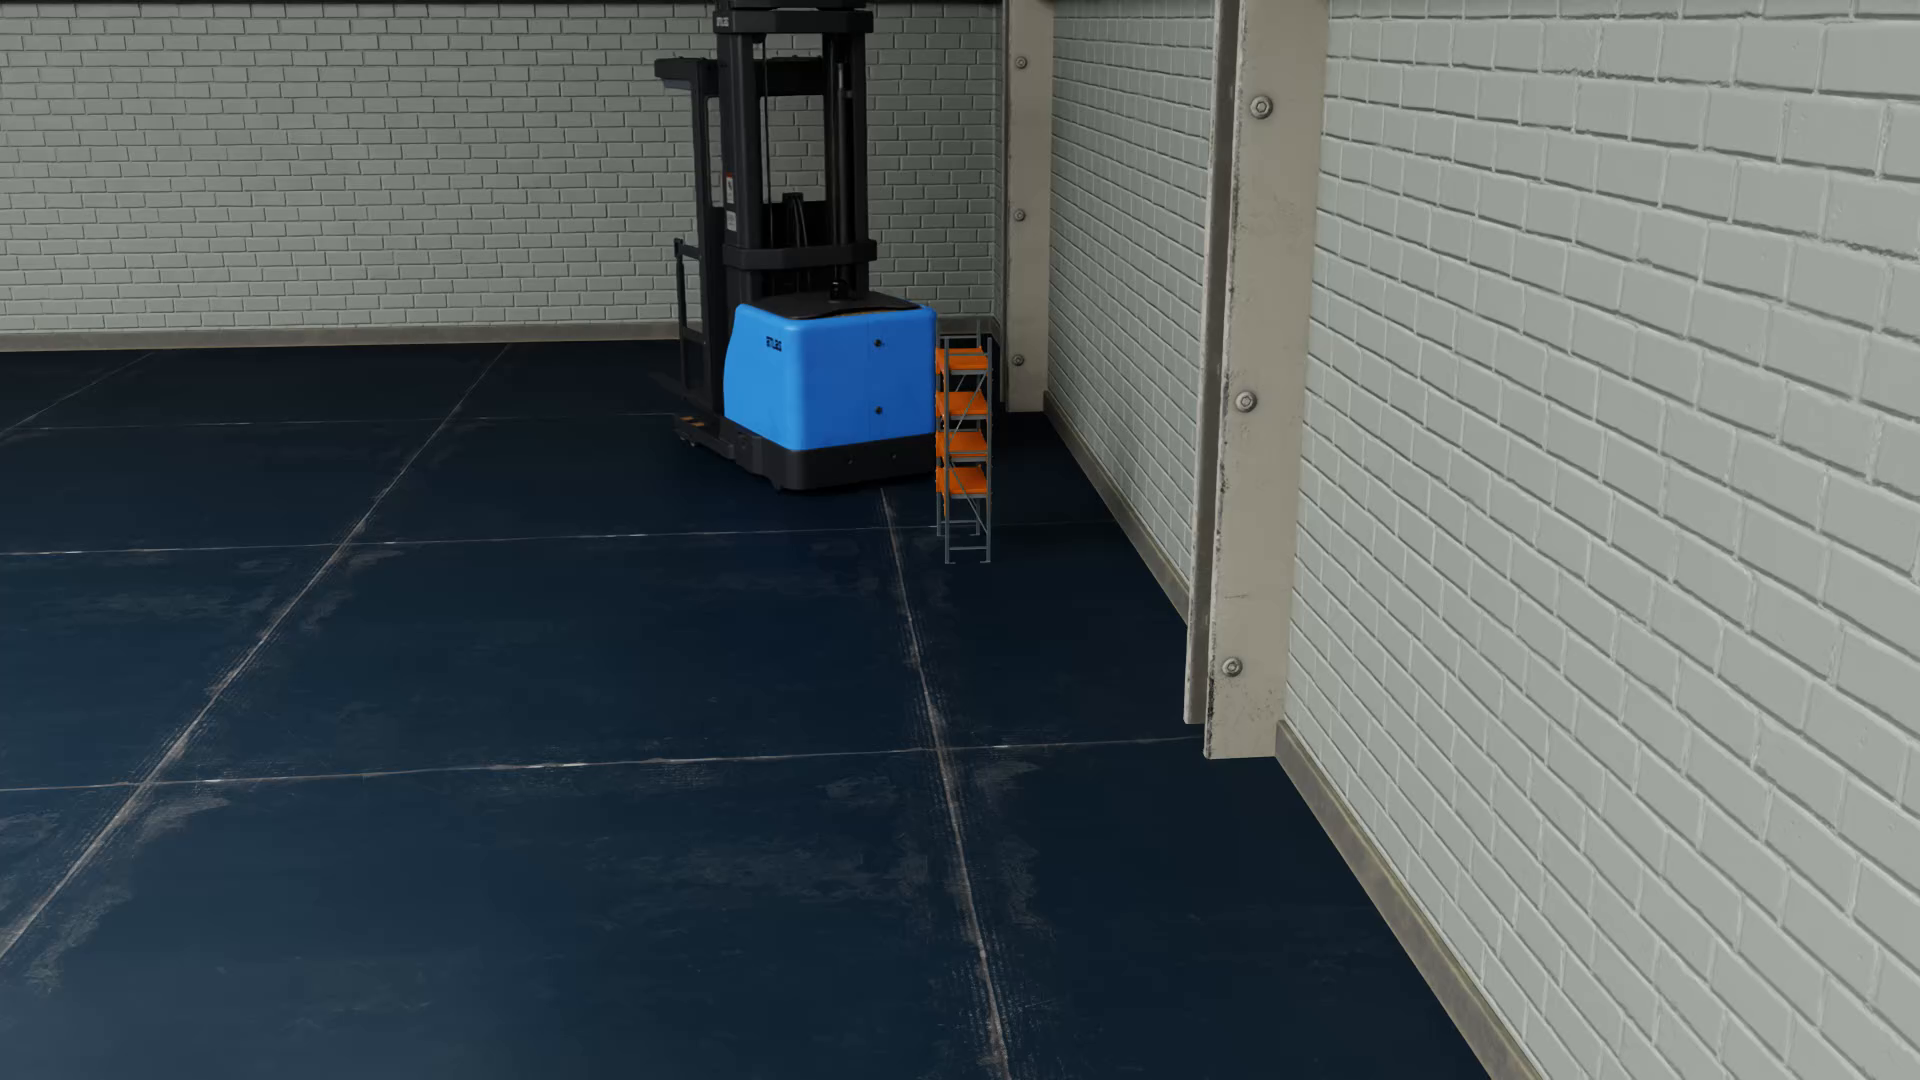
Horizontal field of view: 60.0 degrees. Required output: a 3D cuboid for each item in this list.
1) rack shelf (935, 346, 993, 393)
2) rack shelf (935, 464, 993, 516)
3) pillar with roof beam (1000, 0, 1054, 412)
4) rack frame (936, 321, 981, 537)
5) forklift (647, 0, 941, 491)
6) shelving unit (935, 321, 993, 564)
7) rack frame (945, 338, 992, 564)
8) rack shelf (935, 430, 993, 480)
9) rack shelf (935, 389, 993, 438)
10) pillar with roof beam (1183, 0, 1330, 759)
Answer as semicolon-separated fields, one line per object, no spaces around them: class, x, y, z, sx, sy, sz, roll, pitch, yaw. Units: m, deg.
rack shelf;0.017;-0.898;8.723;0.258;0.148;0.480;-2;18;-6
rack shelf;0.017;-0.270;8.920;0.258;0.148;0.480;-2;18;-6
pillar with roof beam;-3.809;-5.160;10.590;9.100;9.000;0.400;-2;18;-6
rack frame;-0.008;-0.596;9.072;0.240;1.200;0.015;-2;18;-6
forklift;-1.290;-2.085;10.925;1.130;2.935;3.031;-10;20;-28
shelving unit;0.017;-0.523;8.840;0.258;1.200;0.503;-2;18;-6
rack frame;0.042;-0.450;8.609;0.240;1.200;0.015;-2;18;-6
rack shelf;0.017;-0.459;8.860;0.258;0.148;0.480;-2;18;-6
rack shelf;0.017;-0.672;8.793;0.258;0.148;0.480;-2;18;-6
pillar with roof beam;-3.190;-3.373;4.896;9.100;9.000;0.400;-2;18;-6
